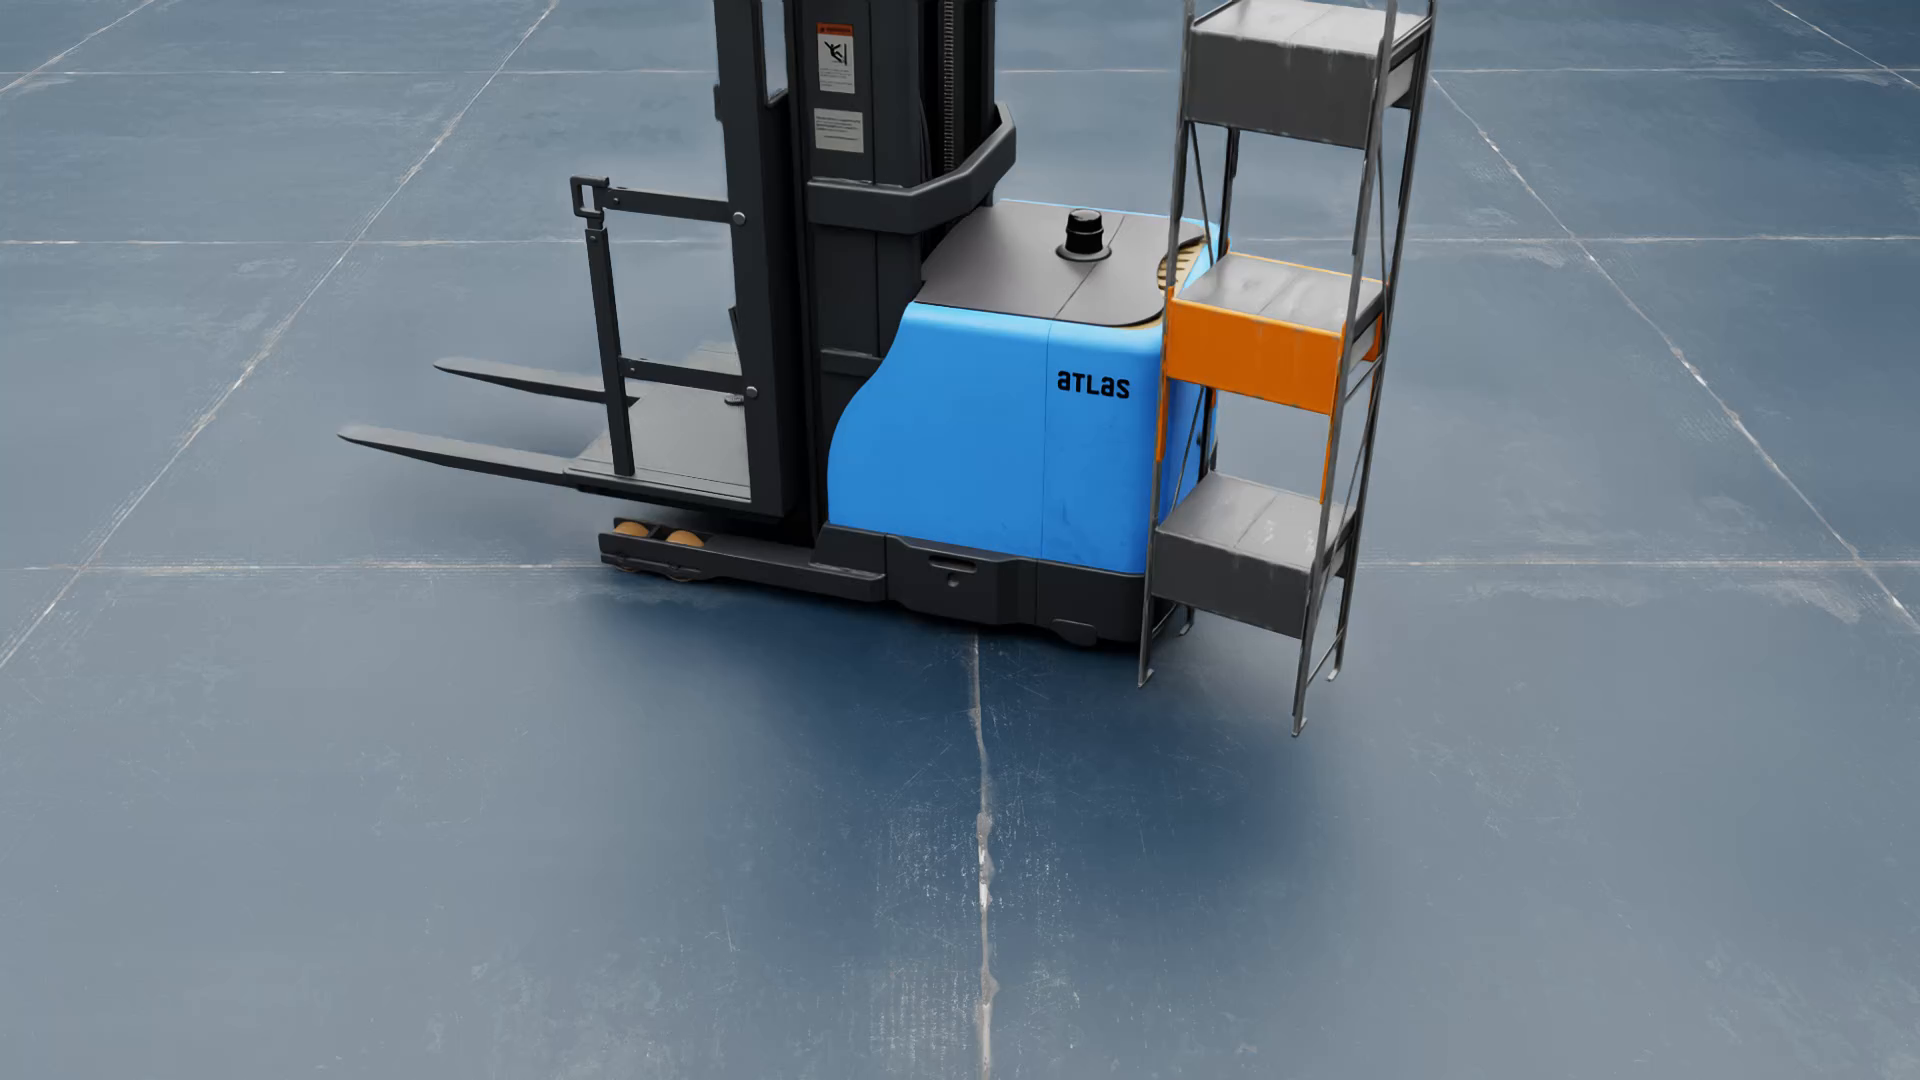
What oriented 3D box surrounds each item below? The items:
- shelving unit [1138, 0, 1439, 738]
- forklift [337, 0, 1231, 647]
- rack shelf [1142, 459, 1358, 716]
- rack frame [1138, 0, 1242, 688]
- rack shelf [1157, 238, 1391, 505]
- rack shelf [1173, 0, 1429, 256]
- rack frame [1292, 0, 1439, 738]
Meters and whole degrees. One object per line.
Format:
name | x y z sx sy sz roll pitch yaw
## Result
shelving unit | 0.854 -0.480 4.517 0.503 2.100 0.431 17 35 25
forklift | -0.686 -1.363 5.171 3.031 2.935 1.130 10 33 15
rack shelf | 0.854 0.130 4.887 0.480 0.518 0.431 17 35 25
rack frame | 0.642 -0.543 4.621 0.015 2.100 0.400 17 35 25
rack shelf | 0.854 -0.469 4.524 0.480 0.518 0.431 17 35 25
rack shelf | 0.854 -1.067 4.161 0.480 0.518 0.431 17 35 25
rack frame | 1.066 -0.417 4.414 0.015 2.100 0.400 17 35 25
